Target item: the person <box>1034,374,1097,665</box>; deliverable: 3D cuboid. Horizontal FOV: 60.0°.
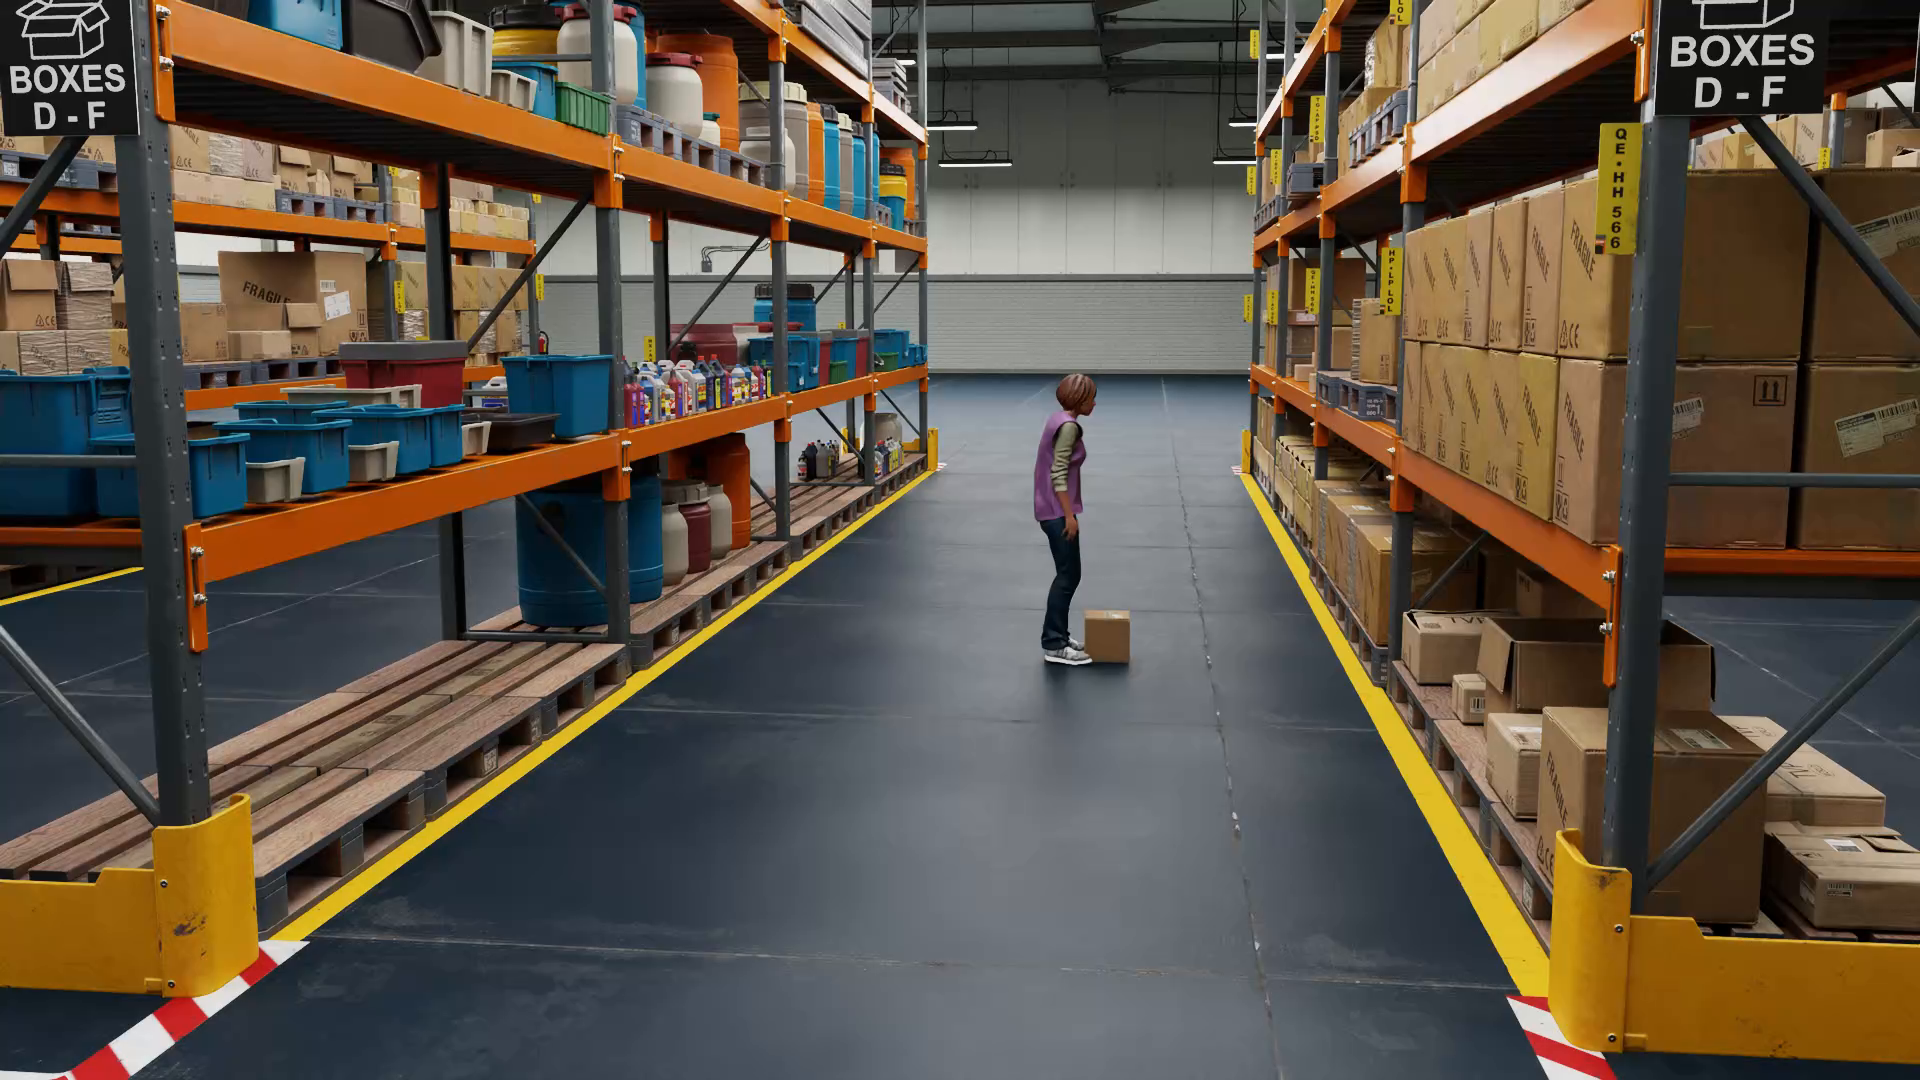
[{"bbox_3d":[0.582,-0.126,9.267,0.345,1.591,0.478,0,8,3],"label":"person"}]
